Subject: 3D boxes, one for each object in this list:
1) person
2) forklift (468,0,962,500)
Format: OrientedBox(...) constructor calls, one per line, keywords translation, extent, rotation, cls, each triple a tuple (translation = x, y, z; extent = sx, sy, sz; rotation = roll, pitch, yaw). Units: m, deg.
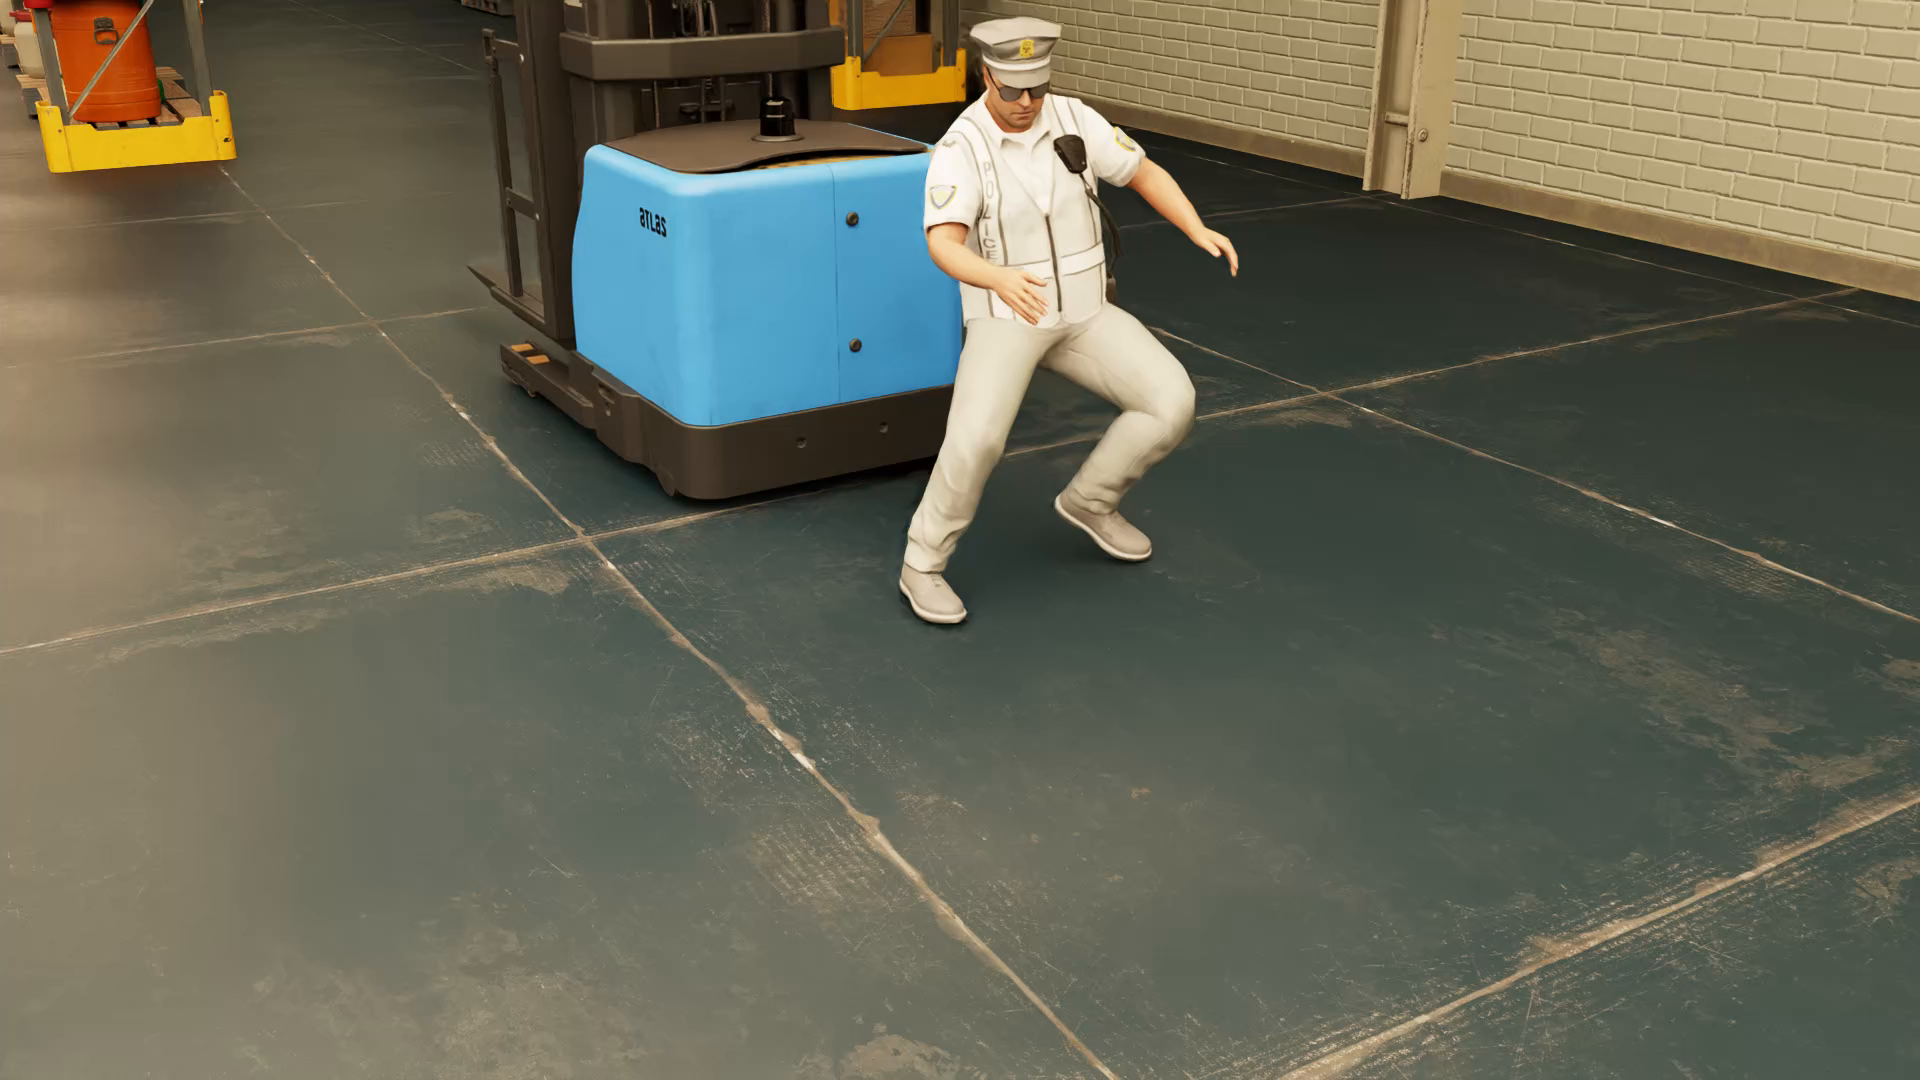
OrientedBox(translation=(0.268, -0.621, 4.589), extent=(0.935, 1.556, 0.777), rotation=(-8, 23, -18), cls="person")
OrientedBox(translation=(-1.177, -1.994, 6.133), extent=(1.130, 2.935, 3.031), rotation=(-13, 26, -29), cls="forklift")
